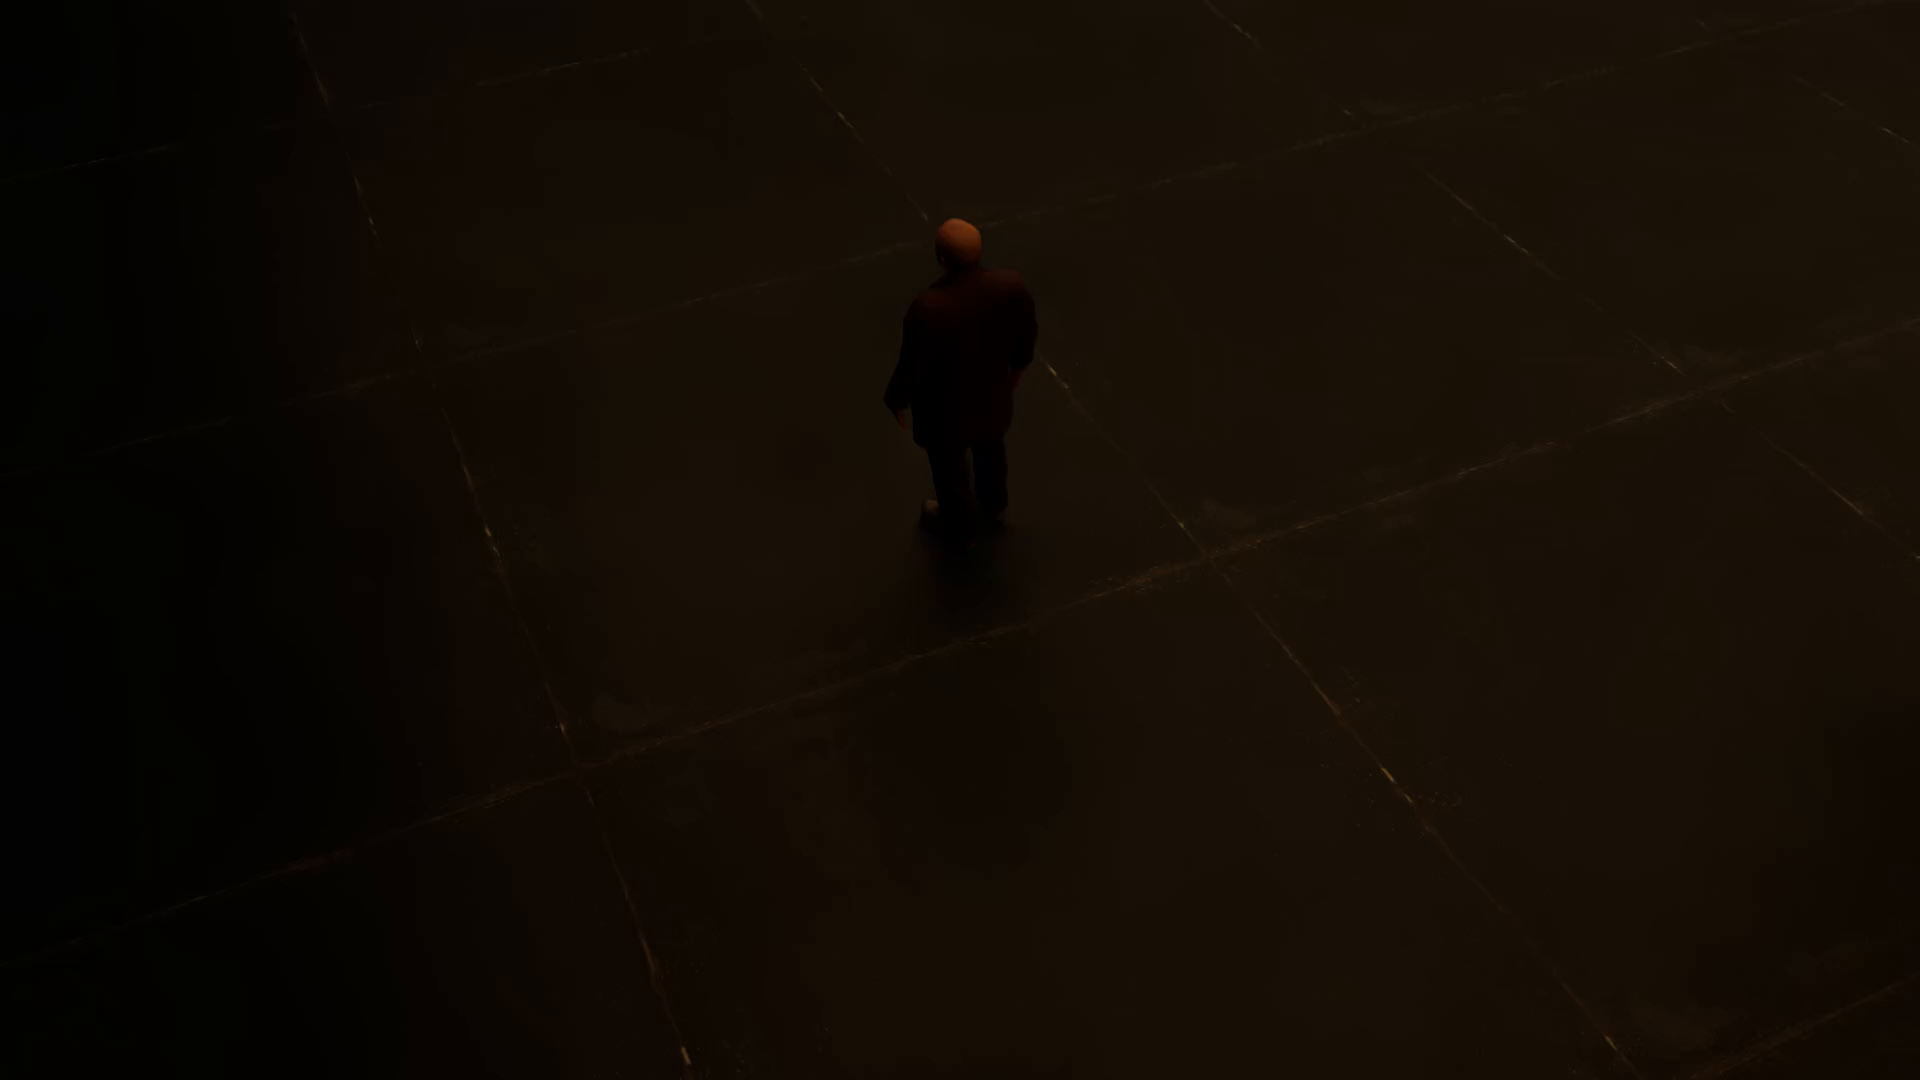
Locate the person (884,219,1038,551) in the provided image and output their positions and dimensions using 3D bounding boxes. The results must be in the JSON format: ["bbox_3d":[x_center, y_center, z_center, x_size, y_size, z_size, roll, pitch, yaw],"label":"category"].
[{"bbox_3d":[-0.034,-0.713,7.279,0.694,1.776,0.580,-18,46,-18],"label":"person"}]
